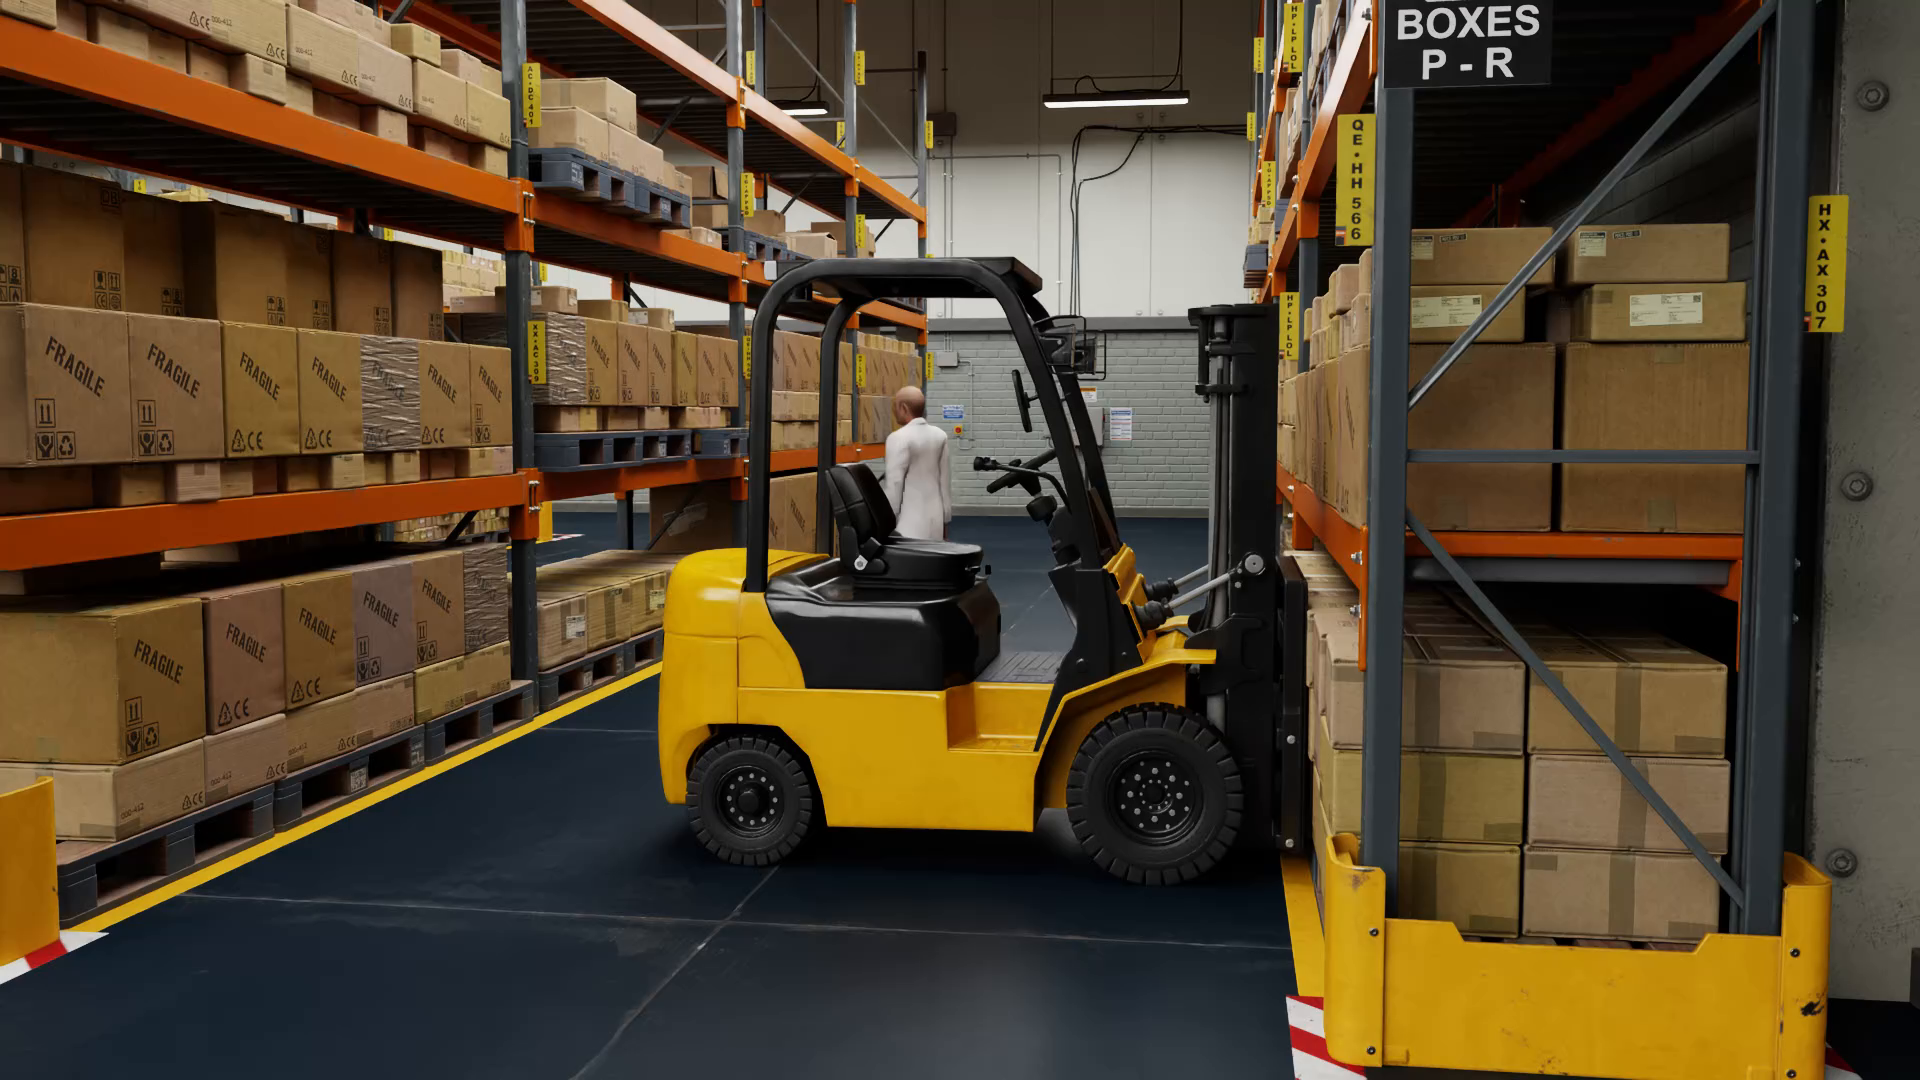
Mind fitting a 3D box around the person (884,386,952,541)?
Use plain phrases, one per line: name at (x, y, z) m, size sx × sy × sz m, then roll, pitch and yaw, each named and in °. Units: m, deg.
person at (-0.311, -0.097, 10.670) m, size 0.660 × 1.775 × 0.691 m, roll 4°, pitch 6°, yaw 41°
